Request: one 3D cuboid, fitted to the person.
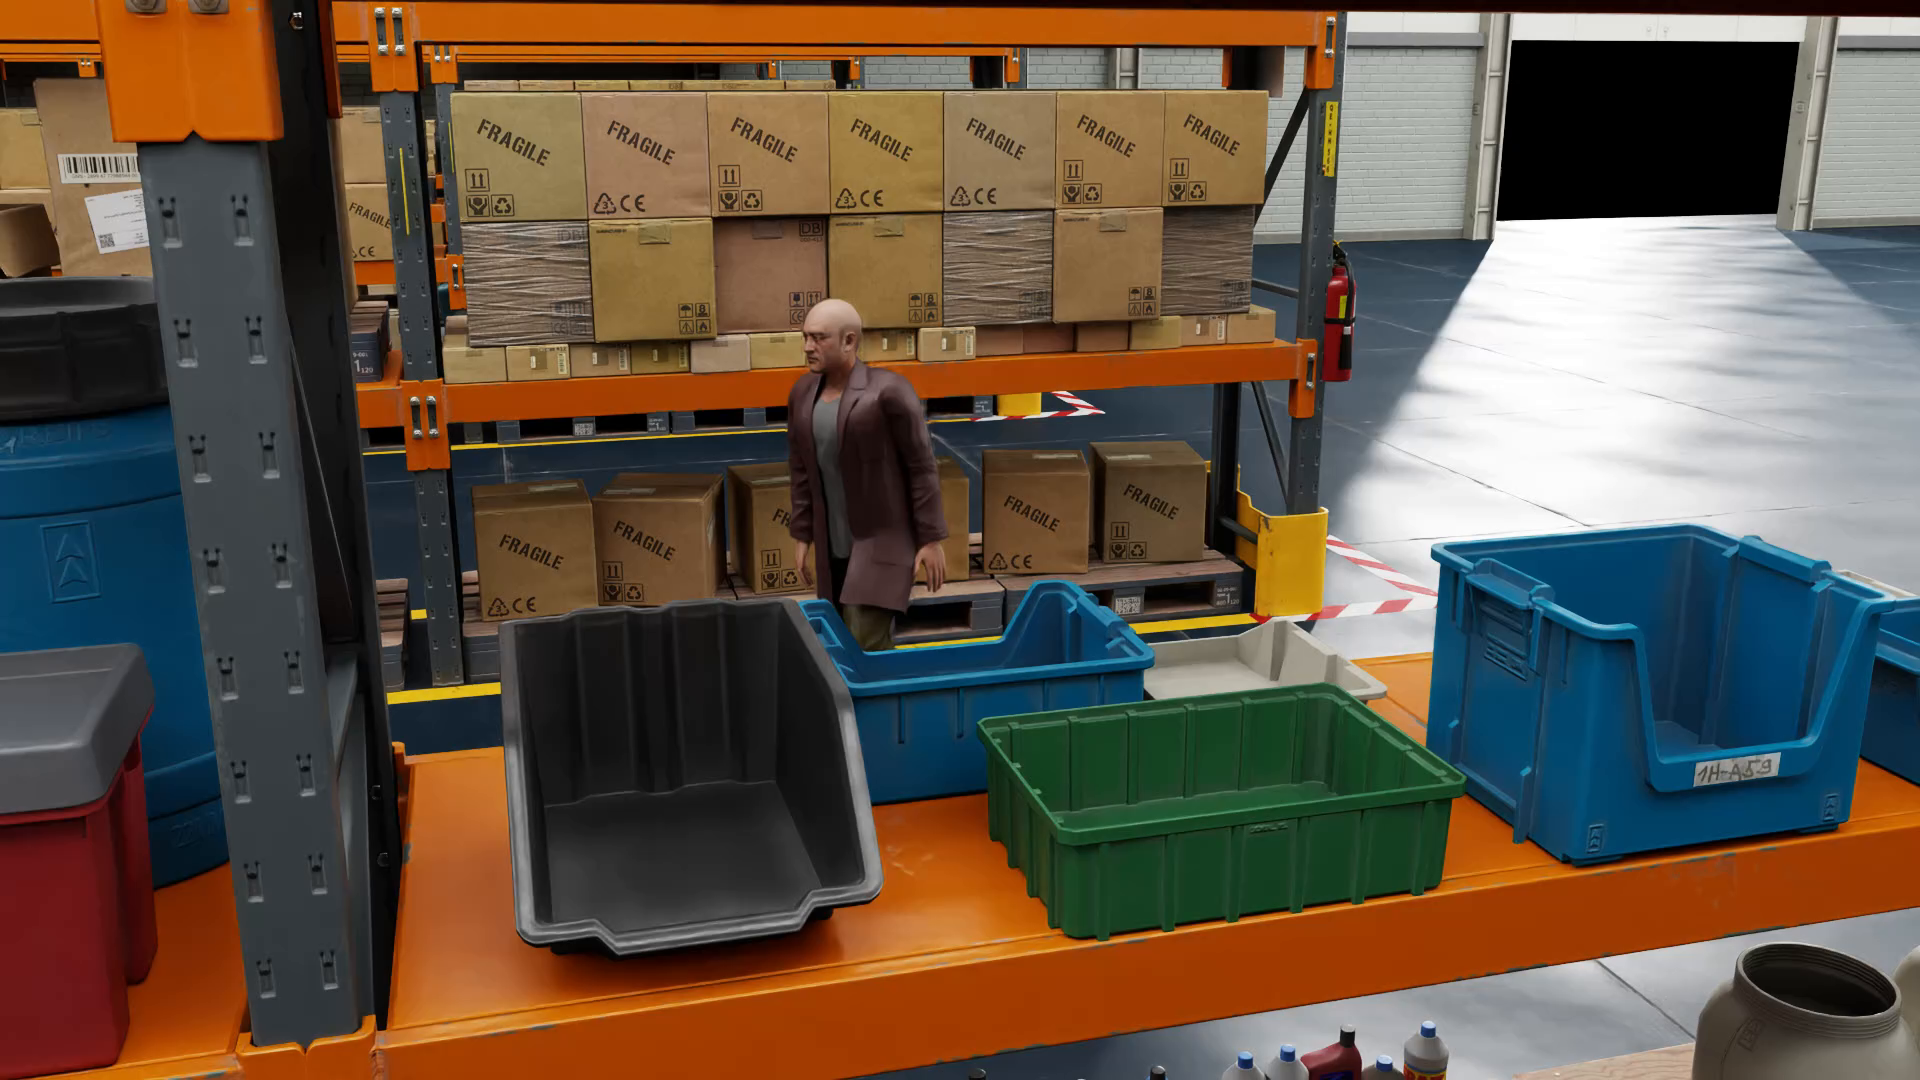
[{"bbox_3d":[-0.340,0.015,5.943,0.637,1.761,0.551,12,20,37],"label":"person"}]
